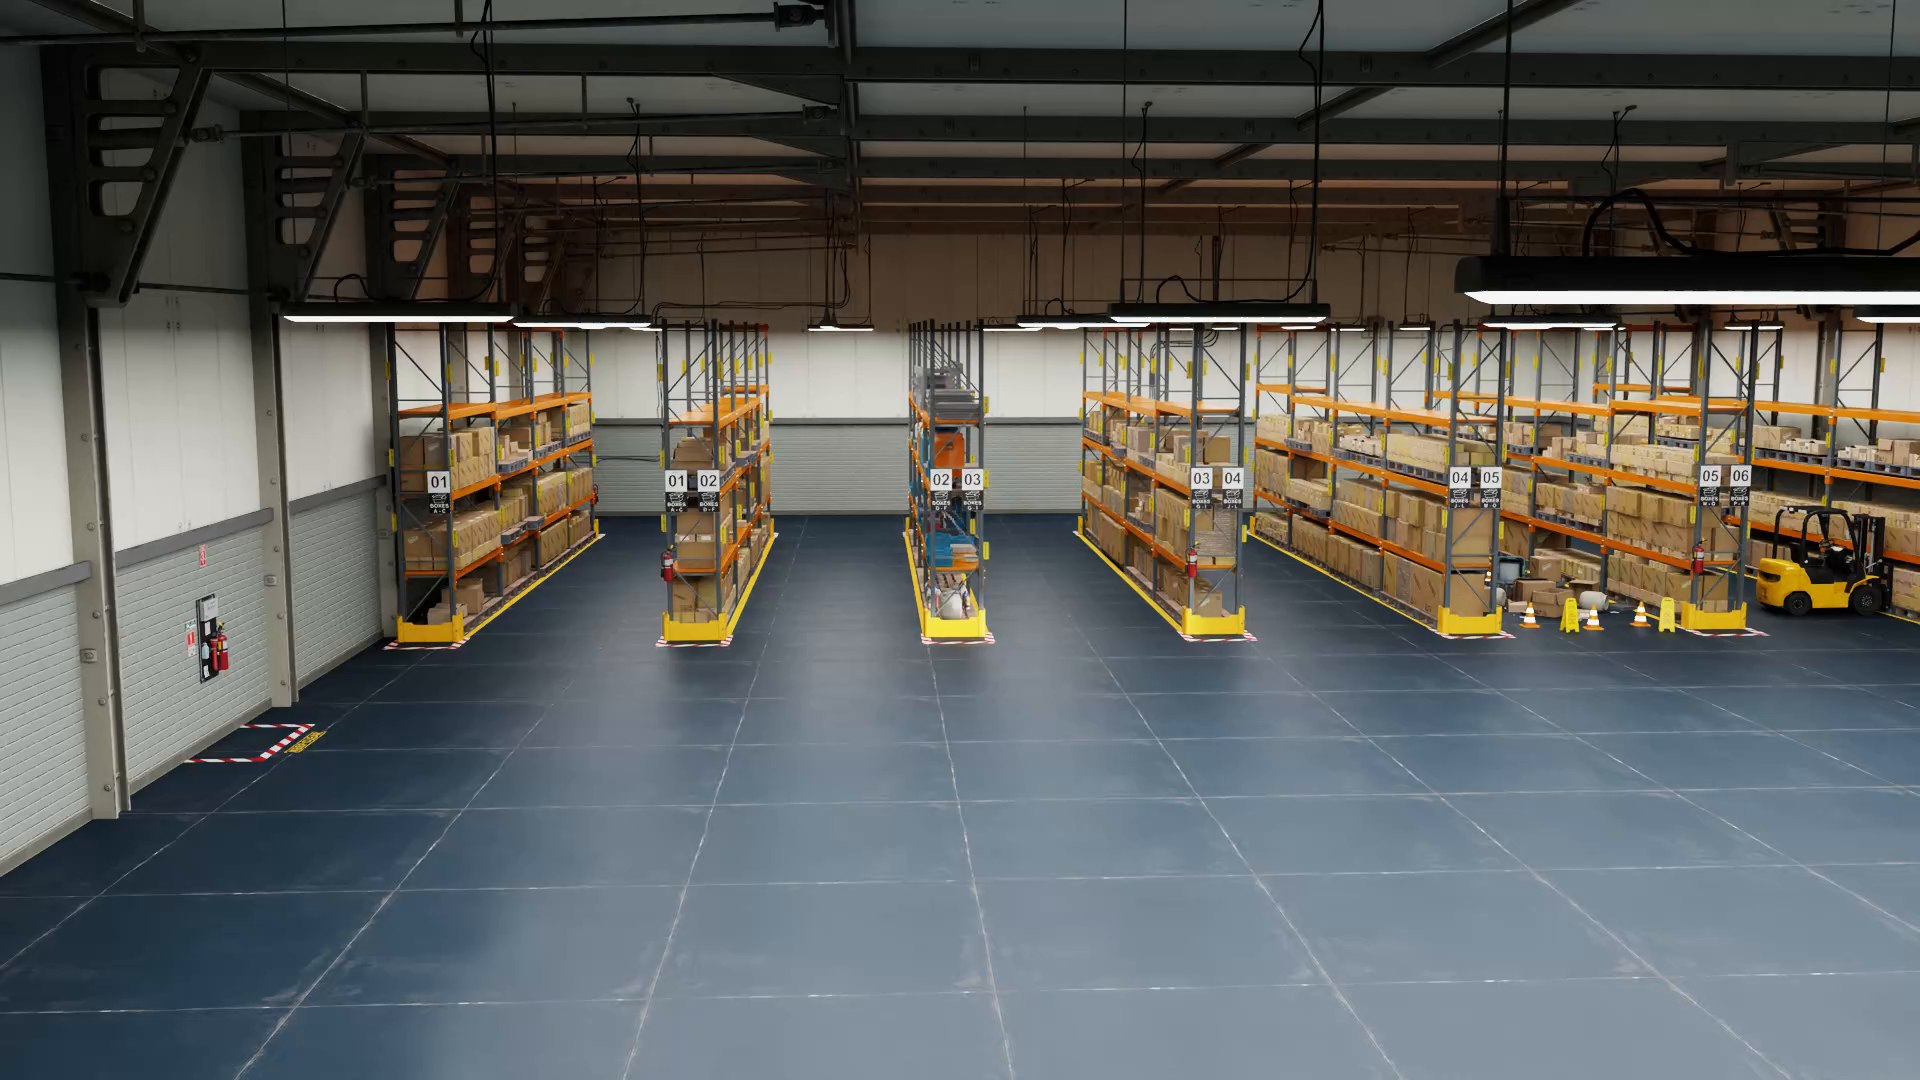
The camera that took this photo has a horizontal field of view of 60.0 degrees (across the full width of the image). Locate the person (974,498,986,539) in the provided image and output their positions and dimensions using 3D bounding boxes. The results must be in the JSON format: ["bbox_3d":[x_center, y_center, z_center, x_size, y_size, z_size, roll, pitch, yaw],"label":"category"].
[{"bbox_3d":[0.494,-0.874,46.758,0.507,1.687,0.381,-5,9,-38],"label":"person"}]
